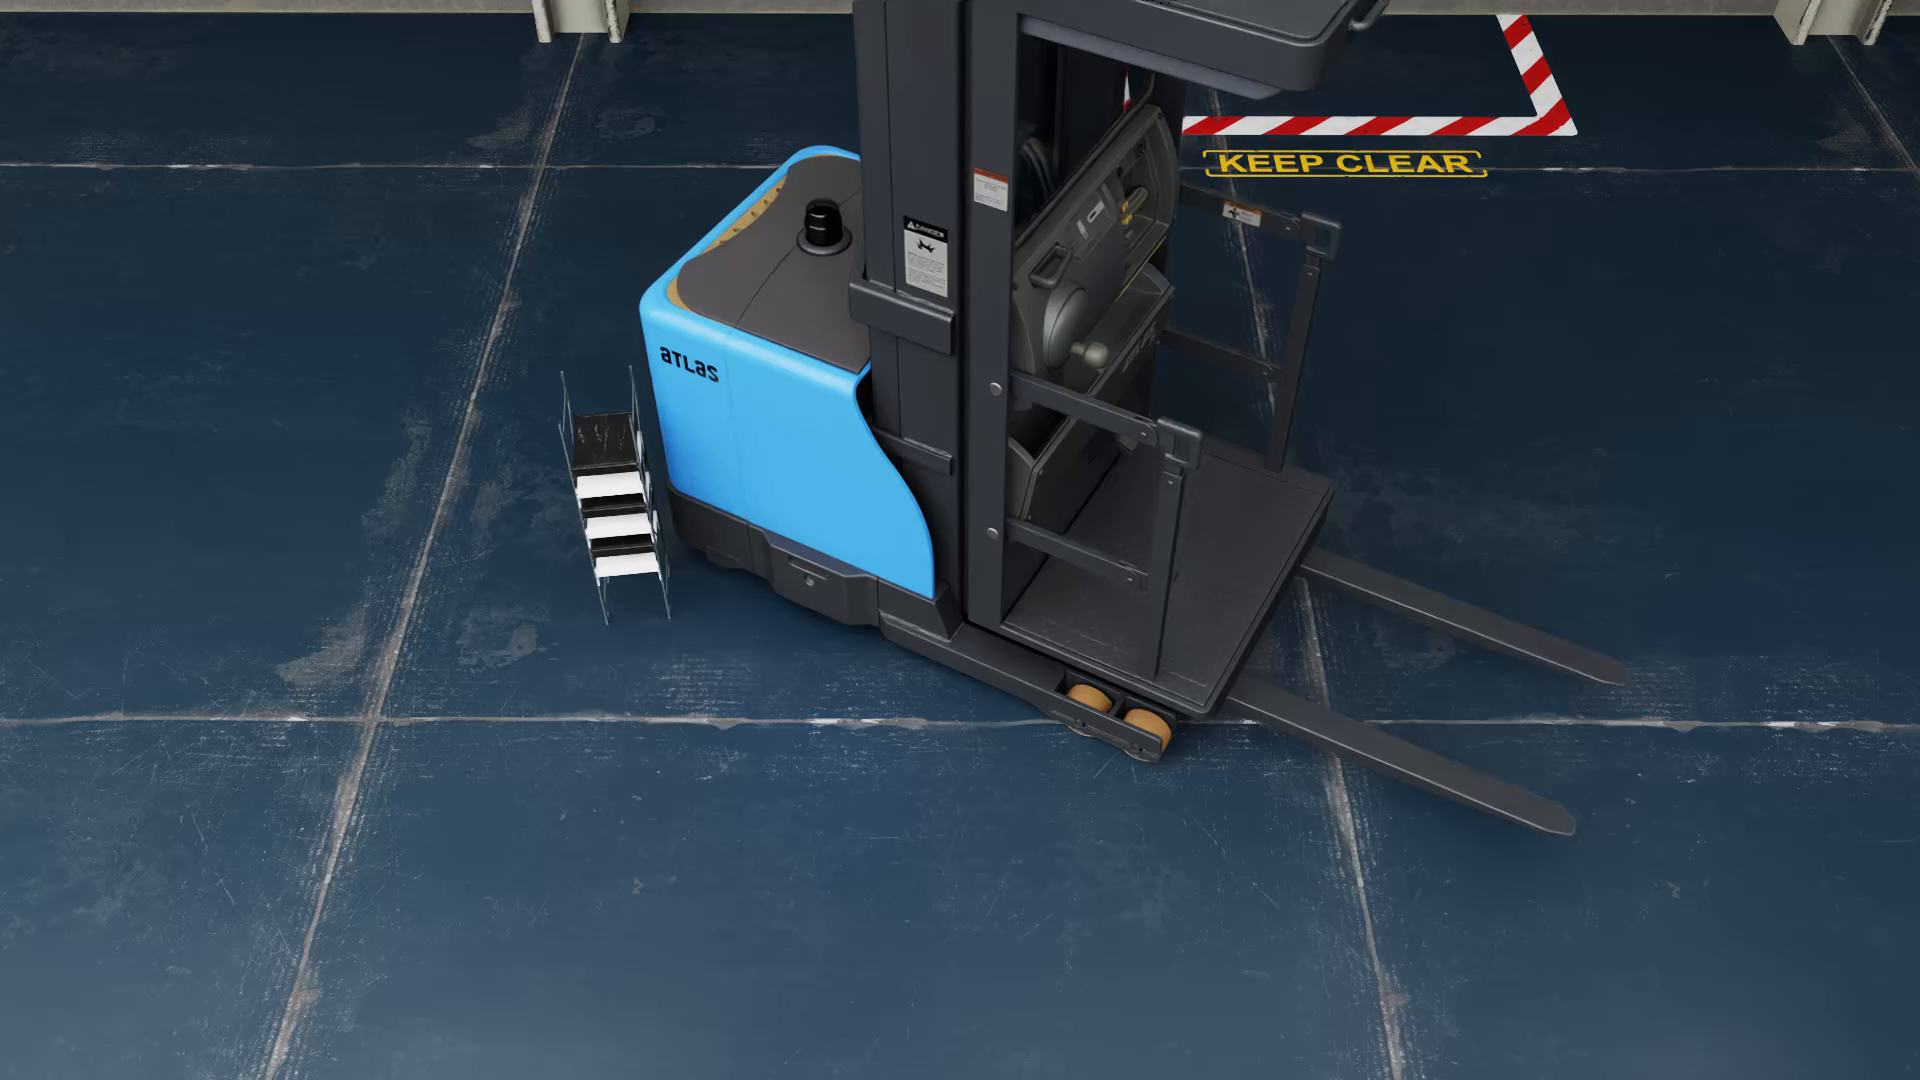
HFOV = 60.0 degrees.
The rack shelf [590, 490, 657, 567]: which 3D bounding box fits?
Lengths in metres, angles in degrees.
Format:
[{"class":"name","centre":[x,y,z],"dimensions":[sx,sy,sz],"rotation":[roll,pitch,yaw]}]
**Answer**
[{"class":"rack shelf","centre":[-1.078,-0.039,5.340],"dimensions":[0.200,0.077,0.258],"rotation":[-6,47,-5]}]

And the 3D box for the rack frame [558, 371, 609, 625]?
[{"class":"rack frame","centre":[-1.179,-0.113,5.241],"dimensions":[0.006,0.900,0.240],"rotation":[-6,47,-5]}]

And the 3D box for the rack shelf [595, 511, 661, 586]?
[{"class":"rack shelf","centre":[-1.078,0.023,5.406],"dimensions":[0.200,0.077,0.258],"rotation":[-6,47,-5]}]

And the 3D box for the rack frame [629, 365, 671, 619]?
[{"class":"rack frame","centre":[-0.978,-0.133,5.259],"dimensions":[0.006,0.900,0.240],"rotation":[-6,47,-5]}]

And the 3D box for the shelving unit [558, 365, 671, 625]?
[{"class":"shelving unit","centre":[-1.078,-0.123,5.250],"dimensions":[0.210,0.900,0.258],"rotation":[-6,47,-5]}]

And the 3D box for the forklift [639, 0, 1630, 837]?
[{"class":"forklift","centre":[0.560,-0.768,4.462],"dimensions":[3.031,2.935,1.130],"rotation":[22,51,19]}]

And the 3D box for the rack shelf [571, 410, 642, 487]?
[{"class":"rack shelf","centre":[-1.078,-0.284,5.076],"dimensions":[0.200,0.077,0.258],"rotation":[-6,47,-5]}]

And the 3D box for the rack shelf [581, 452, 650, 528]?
[{"class":"rack shelf","centre":[-1.078,-0.161,5.208],"dimensions":[0.200,0.077,0.258],"rotation":[-6,47,-5]}]

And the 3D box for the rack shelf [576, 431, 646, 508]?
[{"class":"rack shelf","centre":[-1.078,-0.223,5.142],"dimensions":[0.200,0.077,0.258],"rotation":[-6,47,-5]}]

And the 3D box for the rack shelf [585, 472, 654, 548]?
[{"class":"rack shelf","centre":[-1.078,-0.100,5.274],"dimensions":[0.200,0.077,0.258],"rotation":[-6,47,-5]}]
